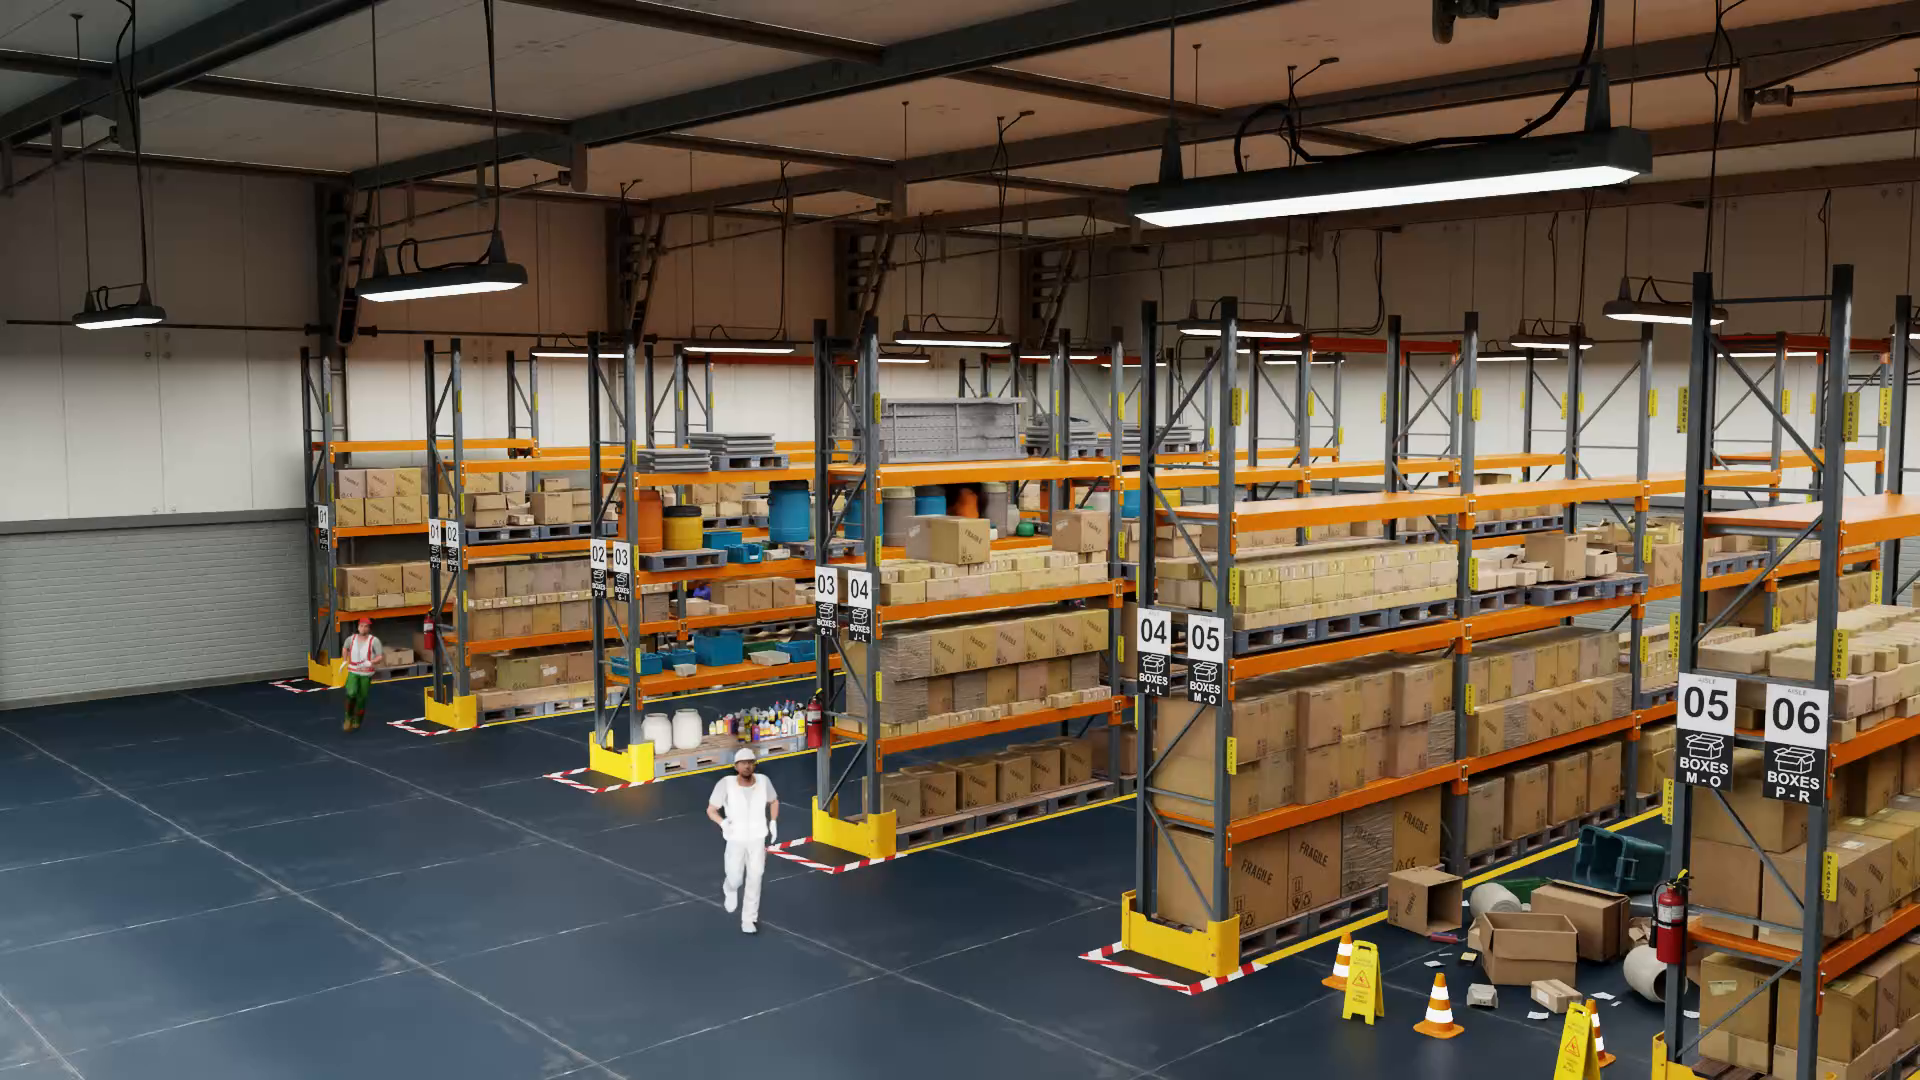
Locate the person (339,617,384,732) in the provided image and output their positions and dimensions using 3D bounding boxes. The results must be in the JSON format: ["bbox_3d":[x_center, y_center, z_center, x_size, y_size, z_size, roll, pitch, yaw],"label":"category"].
[{"bbox_3d":[-9.130,2.044,25.344,0.676,1.735,0.667,-1,5,-11],"label":"person"}]

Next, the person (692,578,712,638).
[{"bbox_3d":[-4.955,1.491,31.999,0.575,1.657,0.909,4,6,39],"label":"person"}]

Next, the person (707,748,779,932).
[{"bbox_3d":[-2.080,2.878,16.086,0.680,1.761,0.721,-2,5,-18],"label":"person"}]
